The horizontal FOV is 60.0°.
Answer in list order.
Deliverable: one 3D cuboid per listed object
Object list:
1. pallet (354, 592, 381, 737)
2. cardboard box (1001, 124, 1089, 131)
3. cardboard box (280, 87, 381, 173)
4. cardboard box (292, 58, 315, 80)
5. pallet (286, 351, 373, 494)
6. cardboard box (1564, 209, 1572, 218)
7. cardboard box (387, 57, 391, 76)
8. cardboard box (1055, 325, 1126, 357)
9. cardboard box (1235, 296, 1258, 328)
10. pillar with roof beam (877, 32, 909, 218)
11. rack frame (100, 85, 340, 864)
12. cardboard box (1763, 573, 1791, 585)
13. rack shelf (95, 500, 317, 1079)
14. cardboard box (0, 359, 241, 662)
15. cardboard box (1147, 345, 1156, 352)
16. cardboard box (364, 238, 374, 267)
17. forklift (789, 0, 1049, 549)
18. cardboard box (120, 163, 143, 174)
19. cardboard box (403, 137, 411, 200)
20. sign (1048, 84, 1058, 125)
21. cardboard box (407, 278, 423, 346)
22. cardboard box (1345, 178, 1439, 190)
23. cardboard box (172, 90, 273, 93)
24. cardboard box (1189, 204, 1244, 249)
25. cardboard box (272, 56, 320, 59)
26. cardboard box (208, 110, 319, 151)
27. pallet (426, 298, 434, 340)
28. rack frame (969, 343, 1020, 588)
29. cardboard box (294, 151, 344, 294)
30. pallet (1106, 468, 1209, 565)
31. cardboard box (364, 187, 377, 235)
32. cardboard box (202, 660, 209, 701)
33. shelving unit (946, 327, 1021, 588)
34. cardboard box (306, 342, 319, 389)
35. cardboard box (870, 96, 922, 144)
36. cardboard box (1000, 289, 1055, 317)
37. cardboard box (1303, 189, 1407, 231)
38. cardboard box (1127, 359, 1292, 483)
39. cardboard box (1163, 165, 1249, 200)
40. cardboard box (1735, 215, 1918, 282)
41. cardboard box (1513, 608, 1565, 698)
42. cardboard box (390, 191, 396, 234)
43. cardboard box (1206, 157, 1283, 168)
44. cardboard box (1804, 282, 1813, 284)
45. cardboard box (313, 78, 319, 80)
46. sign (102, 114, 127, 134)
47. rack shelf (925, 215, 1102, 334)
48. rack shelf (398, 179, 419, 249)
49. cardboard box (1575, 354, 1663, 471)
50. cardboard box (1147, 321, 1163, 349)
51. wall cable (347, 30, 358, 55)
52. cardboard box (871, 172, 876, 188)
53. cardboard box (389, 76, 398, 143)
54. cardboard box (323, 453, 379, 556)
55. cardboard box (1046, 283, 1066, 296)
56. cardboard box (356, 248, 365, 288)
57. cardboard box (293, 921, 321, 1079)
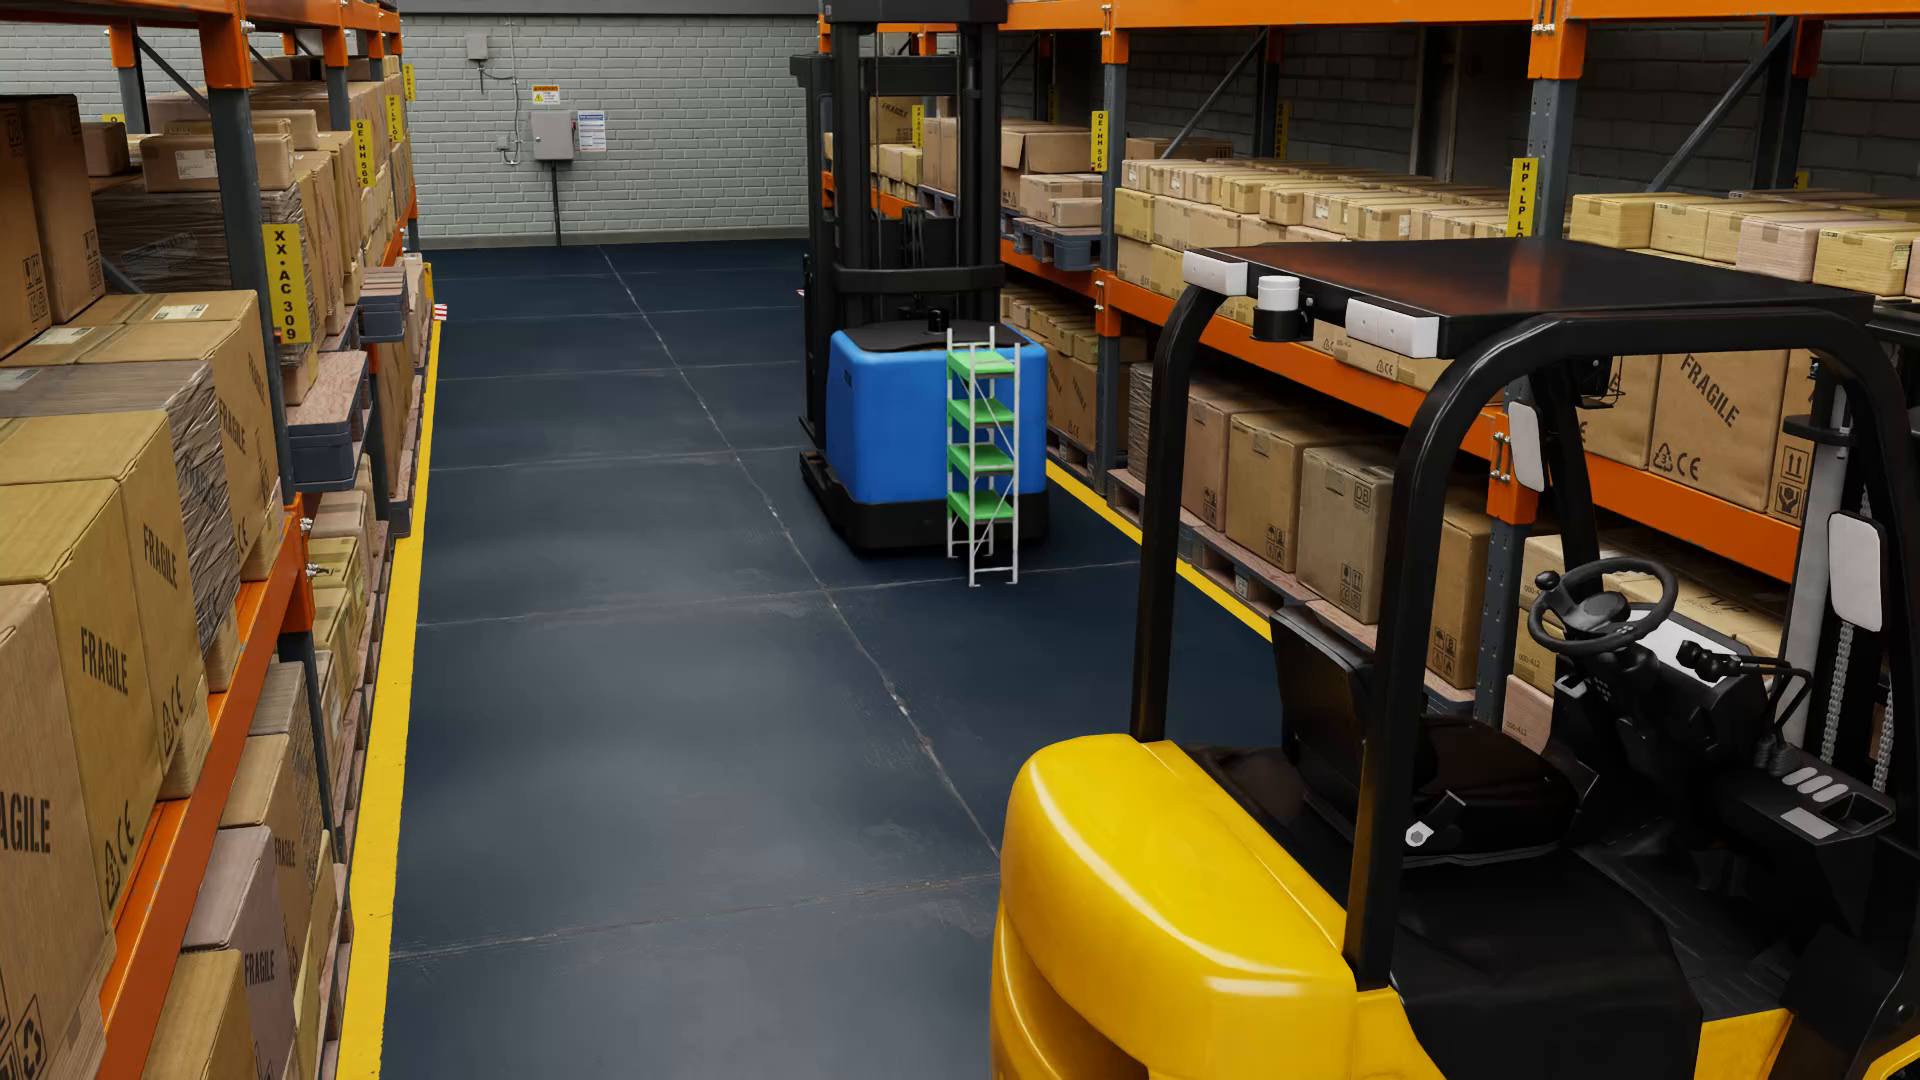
[{"bbox_3d":[-2.929,0.538,6.793,1.003,0.211,1.213,-5,17,-15],"label":"pallet"},{"bbox_3d":[0.474,-2.587,11.448,0.700,0.500,0.500,-5,17,-16],"label":"cardboard box"},{"bbox_3d":[-3.783,-2.453,9.994,0.500,0.500,0.500,-4,17,-14],"label":"cardboard box"},{"bbox_3d":[-4.932,-3.436,12.136,0.380,0.149,0.250,-4,17,-14],"label":"cardboard box"},{"bbox_3d":[-2.445,-0.375,5.319,1.003,0.211,1.213,-5,17,-15],"label":"pallet"},{"bbox_3d":[2.483,-1.188,6.393,0.380,0.149,0.250,-5,18,-17],"label":"cardboard box"},{"bbox_3d":[-4.811,-3.825,13.431,0.380,0.149,0.250,-5,17,-15],"label":"cardboard box"},{"bbox_3d":[0.813,-1.248,10.380,0.380,0.149,0.250,-6,18,-18],"label":"cardboard box"},{"bbox_3d":[1.607,-1.105,7.676,0.500,0.250,0.500,-4,17,-13],"label":"cardboard box"},{"bbox_3d":[-4.915,-7.306,17.634,9.100,9.000,0.400,-5,17,-15],"label":"pillar with roof beam"},{"bbox_3d":[-2.375,-0.244,4.550,1.000,3.000,0.127,-5,17,-15],"label":"rack frame"},{"bbox_3d":[2.871,0.259,5.186,0.500,0.250,0.500,-5,17,-16],"label":"cardboard box"},{"bbox_3d":[-1.826,0.654,2.811,1.077,0.370,4.000,-5,17,-15],"label":"rack shelf"},{"bbox_3d":[-1.719,-0.046,3.200,0.500,0.500,0.500,-4,17,-14],"label":"cardboard box"},{"bbox_3d":[1.335,-1.024,10.761,0.500,0.500,0.500,-5,17,-15],"label":"cardboard box"},{"bbox_3d":[-3.367,-1.434,8.771,0.500,0.250,0.500,-5,17,-16],"label":"cardboard box"},{"bbox_3d":[-0.364,-1.742,9.656,1.130,2.935,3.031,-4,17,-13],"label":"forklift"},{"bbox_3d":[-2.996,-1.025,5.730,0.500,0.500,0.500,-4,17,-13],"label":"cardboard box"},{"bbox_3d":[-4.857,-3.075,13.802,0.500,0.500,0.500,-4,17,-14],"label":"cardboard box"},{"bbox_3d":[0.730,-3.449,13.209,0.100,0.325,0.005,-5,17,-15],"label":"sign"},{"bbox_3d":[-4.890,-1.860,13.655,0.875,0.438,0.875,-5,17,-17],"label":"cardboard box"},{"bbox_3d":[2.021,-1.605,7.780,0.380,0.149,0.250,-4,17,-14],"label":"cardboard box"},{"bbox_3d":[-4.147,-2.278,9.411,0.500,0.500,0.500,-5,17,-15],"label":"cardboard box"},{"bbox_3d":[1.447,-1.484,8.072,0.500,0.250,0.500,-5,17,-17],"label":"cardboard box"},{"bbox_3d":[-5.499,-3.920,13.750,0.380,0.149,0.250,-5,17,-15],"label":"cardboard box"},{"bbox_3d":[-2.754,-1.622,6.590,0.380,0.149,0.250,-6,18,-18],"label":"cardboard box"},{"bbox_3d":[-5.378,-2.013,15.285,1.003,0.211,1.213,-5,17,-15],"label":"pallet"},{"bbox_3d":[0.165,-0.350,8.033,0.240,1.200,0.015,-4,17,-13],"label":"rack frame"},{"bbox_3d":[-2.641,-1.205,6.329,0.500,0.500,0.500,-5,18,-18],"label":"cardboard box"},{"bbox_3d":[1.486,-0.177,9.176,1.003,0.211,1.213,-5,17,-15],"label":"pallet"},{"bbox_3d":[-3.517,-1.821,9.190,0.500,0.250,0.500,-4,17,-14],"label":"cardboard box"},{"bbox_3d":[-1.670,0.295,3.192,0.380,0.149,0.250,-5,17,-16],"label":"cardboard box"},{"bbox_3d":[0.110,-0.419,8.261,0.258,1.200,0.503,-4,17,-13],"label":"shelving unit"},{"bbox_3d":[-2.283,-0.572,5.350,0.380,0.149,0.250,-4,17,-14],"label":"cardboard box"},{"bbox_3d":[-0.623,-3.825,14.911,0.500,0.500,0.500,-4,17,-14],"label":"cardboard box"},{"bbox_3d":[0.460,-1.688,11.846,0.380,0.149,0.250,-4,17,-13],"label":"cardboard box"},{"bbox_3d":[1.709,-1.424,7.177,0.380,0.149,0.250,-5,17,-15],"label":"cardboard box"},{"bbox_3d":[1.455,-0.634,9.246,0.875,0.625,0.625,-4,17,-13],"label":"cardboard box"},{"bbox_3d":[1.271,-1.848,8.589,0.380,0.149,0.250,-4,17,-14],"label":"cardboard box"},{"bbox_3d":[2.408,-0.812,4.624,0.380,0.149,0.250,-4,17,-14],"label":"cardboard box"},{"bbox_3d":[2.232,0.397,5.596,0.500,0.250,0.500,-5,17,-16],"label":"cardboard box"},{"bbox_3d":[-4.208,-2.281,11.591,0.500,0.250,0.500,-5,17,-17],"label":"cardboard box"},{"bbox_3d":[1.581,-2.028,9.189,0.380,0.149,0.250,-4,17,-13],"label":"cardboard box"},{"bbox_3d":[2.399,-0.671,4.672,0.380,0.149,0.250,-4,17,-14],"label":"cardboard box"},{"bbox_3d":[-5.101,-3.233,12.589,0.500,0.500,0.500,-5,17,-16],"label":"cardboard box"},{"bbox_3d":[-4.007,-1.860,7.917,0.100,0.325,0.005,-5,17,-15],"label":"sign"},{"bbox_3d":[0.747,-1.952,11.488,1.077,0.370,4.000,-5,17,-15],"label":"rack shelf"},{"bbox_3d":[-5.123,-2.665,13.862,1.077,0.370,4.000,-5,17,-15],"label":"rack shelf"},{"bbox_3d":[2.267,-0.542,5.368,0.500,0.500,0.500,-5,17,-17],"label":"cardboard box"},{"bbox_3d":[1.406,-1.303,10.563,0.380,0.149,0.250,-4,17,-14],"label":"cardboard box"},{"bbox_3d":[-7.245,-5.623,20.635,0.585,1.953,0.123,-5,17,-15],"label":"wall cable"},{"bbox_3d":[-0.677,-3.292,15.134,0.380,0.149,0.250,-4,17,-14],"label":"cardboard box"},{"bbox_3d":[-4.735,-3.417,13.202,0.500,0.500,0.500,-4,17,-14],"label":"cardboard box"},{"bbox_3d":[-3.329,-0.136,8.028,0.950,0.372,0.625,-6,18,-19],"label":"cardboard box"},{"bbox_3d":[0.848,-1.798,12.210,0.380,0.149,0.250,-4,17,-14],"label":"cardboard box"},{"bbox_3d":[-2.903,-1.224,7.521,0.380,0.149,0.250,-5,17,-16],"label":"cardboard box"},{"bbox_3d":[-1.798,1.161,3.923,0.500,0.250,0.500,-5,17,-17],"label":"cardboard box"}]
